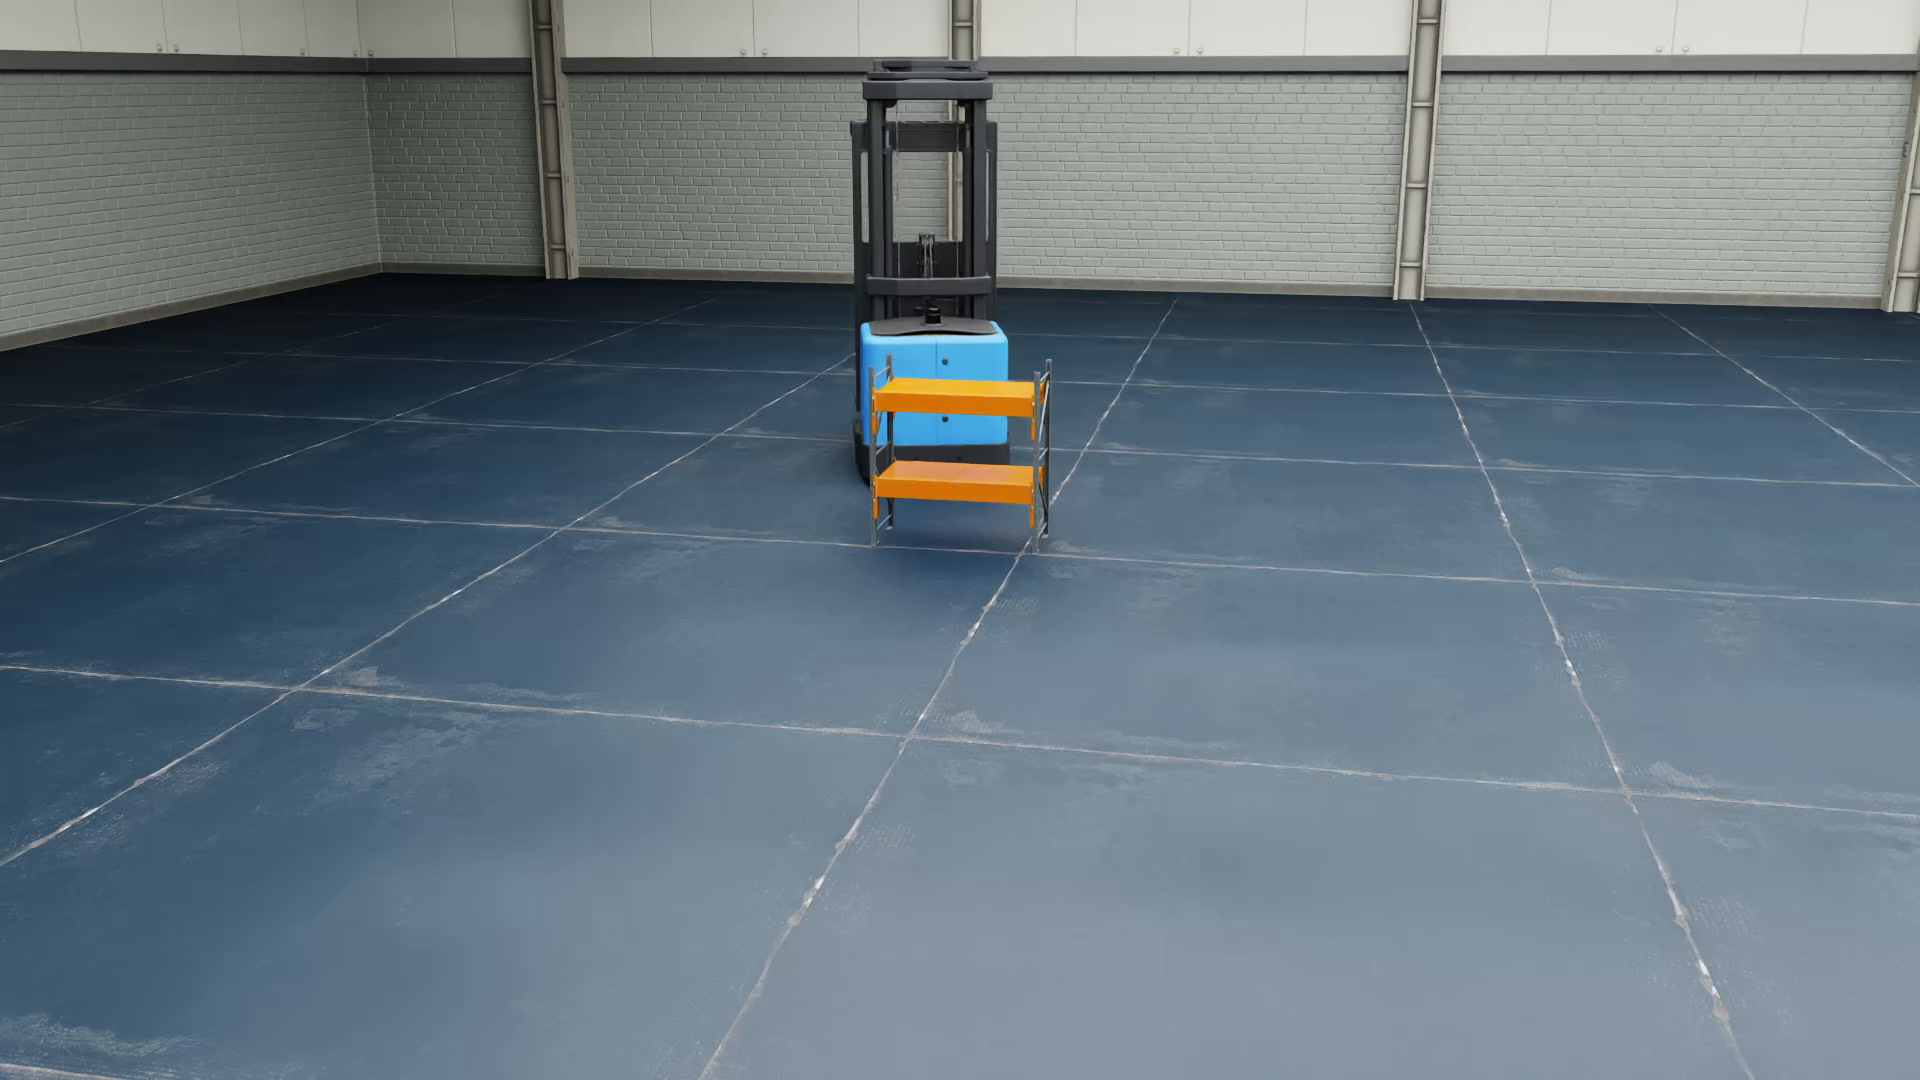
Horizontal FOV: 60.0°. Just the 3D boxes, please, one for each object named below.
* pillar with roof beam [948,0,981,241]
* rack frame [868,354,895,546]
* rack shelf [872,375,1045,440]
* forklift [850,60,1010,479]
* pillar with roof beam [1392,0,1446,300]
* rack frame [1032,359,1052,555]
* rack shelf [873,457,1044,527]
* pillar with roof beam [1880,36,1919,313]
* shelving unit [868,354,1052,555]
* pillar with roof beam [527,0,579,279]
[{"bbox_3d":[-0.797,-6.733,17.940,0.400,9.000,9.100,3,16,11],"label":"pillar with roof beam"},{"bbox_3d":[-0.492,-0.569,10.438,0.032,1.125,0.500,3,16,11],"label":"rack frame"},{"bbox_3d":[0.007,-0.824,10.262,1.000,0.278,0.538,3,16,11],"label":"rack shelf"},{"bbox_3d":[-0.285,-2.184,12.887,1.130,2.935,3.031,-1,16,-5],"label":"forklift"},{"bbox_3d":[5.083,-6.413,16.788,0.400,9.000,9.100,3,16,11],"label":"pillar with roof beam"},{"bbox_3d":[0.505,-0.515,10.243,0.032,1.125,0.500,3,16,11],"label":"rack frame"},{"bbox_3d":[0.007,-0.306,10.406,1.000,0.278,0.538,3,16,11],"label":"rack shelf"},{"bbox_3d":[10.962,-6.094,15.636,0.400,9.000,9.100,3,16,11],"label":"pillar with roof beam"},{"bbox_3d":[0.007,-0.542,10.341,1.048,1.125,0.538,3,16,11],"label":"shelving unit"},{"bbox_3d":[-6.677,-7.052,19.093,0.400,9.000,9.100,3,16,11],"label":"pillar with roof beam"}]
